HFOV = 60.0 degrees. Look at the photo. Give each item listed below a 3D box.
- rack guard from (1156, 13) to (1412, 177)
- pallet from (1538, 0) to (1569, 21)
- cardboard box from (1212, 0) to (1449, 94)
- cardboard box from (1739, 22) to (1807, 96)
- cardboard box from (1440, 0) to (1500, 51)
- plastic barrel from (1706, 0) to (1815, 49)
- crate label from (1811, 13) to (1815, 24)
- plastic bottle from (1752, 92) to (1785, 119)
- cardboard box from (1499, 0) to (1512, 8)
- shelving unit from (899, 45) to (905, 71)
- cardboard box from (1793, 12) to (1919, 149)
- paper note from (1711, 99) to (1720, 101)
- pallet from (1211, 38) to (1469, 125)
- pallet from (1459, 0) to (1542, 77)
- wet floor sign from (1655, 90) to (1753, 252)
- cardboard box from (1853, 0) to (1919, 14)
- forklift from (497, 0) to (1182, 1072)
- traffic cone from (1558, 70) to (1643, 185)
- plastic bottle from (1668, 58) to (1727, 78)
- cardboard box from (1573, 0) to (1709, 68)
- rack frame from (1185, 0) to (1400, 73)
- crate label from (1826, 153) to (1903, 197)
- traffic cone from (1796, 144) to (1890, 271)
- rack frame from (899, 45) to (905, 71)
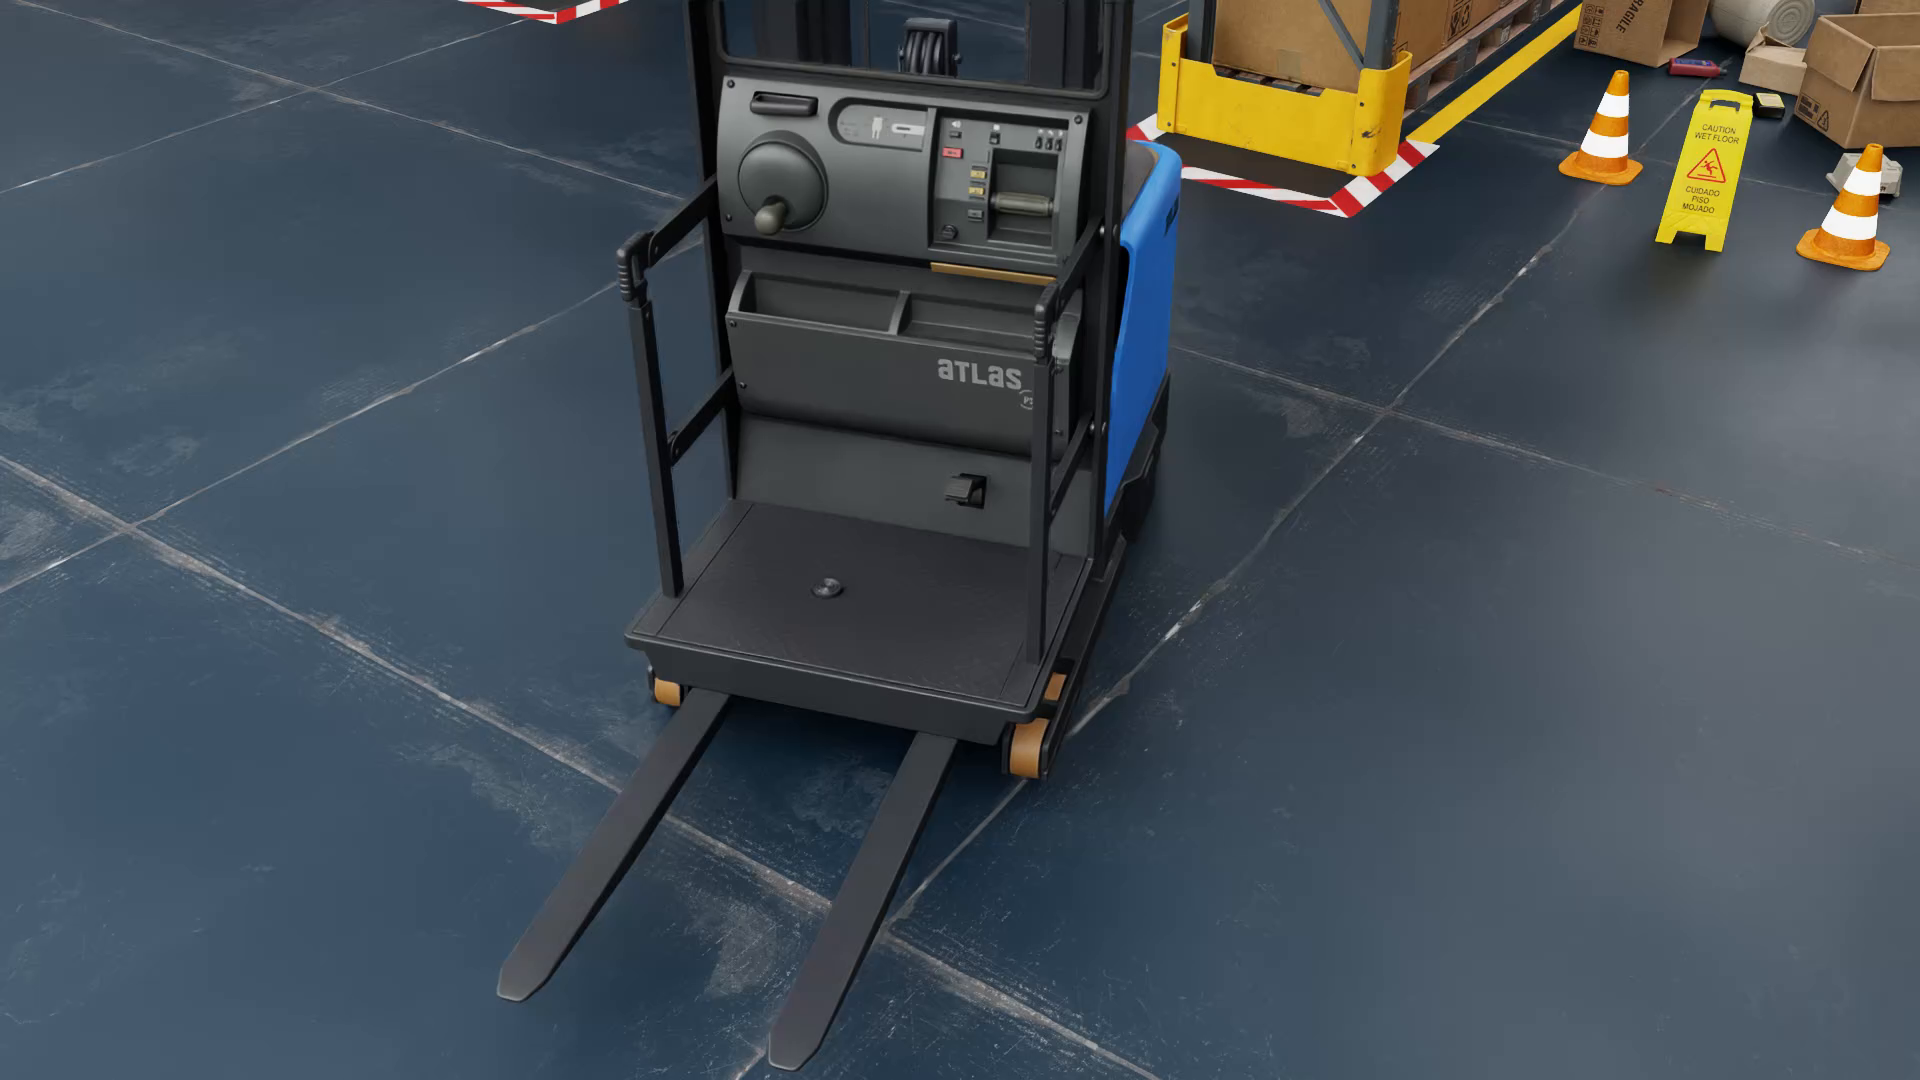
[{"bbox_3d":[1.533,-2.151,7.985,1.175,0.500,0.348,21,39,28],"label":"rack guard"},{"bbox_3d":[3.329,-3.559,10.324,1.003,0.211,1.213,21,39,28],"label":"pallet"},{"bbox_3d":[1.879,-2.825,8.271,0.875,0.875,0.875,21,40,28],"label":"cardboard box"},{"bbox_3d":[4.360,-2.527,8.750,0.396,0.266,0.258,29,44,36],"label":"cardboard box"},{"bbox_3d":[2.379,-3.231,8.871,0.875,0.875,0.875,21,39,27],"label":"cardboard box"},{"bbox_3d":[4.441,-2.960,9.248,0.421,0.421,0.512,-9,35,-13],"label":"plastic barrel"},{"bbox_3d":[4.762,-3.033,9.613,0.298,0.136,0.250,-3,34,-4],"label":"crate label"},{"bbox_3d":[4.122,-2.230,8.493,0.133,0.061,0.283,8,35,12],"label":"plastic bottle"},{"bbox_3d":[2.900,-3.649,9.491,0.875,0.875,0.875,22,40,29],"label":"cardboard box"},{"bbox_3d":[-0.403,-1.057,5.742,0.503,1.200,0.258,-8,35,-12],"label":"shelving unit"},{"bbox_3d":[4.592,-2.246,8.122,0.797,0.503,0.637,-3,34,-4],"label":"cardboard box"},{"bbox_3d":[3.927,-2.289,8.626,0.123,0.001,0.032,-15,37,-21],"label":"paper note"},{"bbox_3d":[1.938,-2.436,8.663,1.003,0.211,1.213,21,39,28],"label":"pallet"},{"bbox_3d":[2.634,-2.995,9.490,1.003,0.211,1.213,21,39,28],"label":"pallet"},{"bbox_3d":[3.157,-1.577,7.006,0.267,0.644,0.232,14,37,20],"label":"wet floor sign"},{"bbox_3d":[5.119,-2.735,8.725,0.797,0.637,0.503,21,39,28],"label":"cardboard box"},{"bbox_3d":[-0.210,-0.842,3.879,1.130,2.935,3.031,10,35,14],"label":"forklift"},{"bbox_3d":[3.016,-1.938,7.703,0.336,0.463,0.334,21,39,28],"label":"traffic cone"},{"bbox_3d":[3.970,-2.538,8.949,0.283,0.061,0.133,8,35,12],"label":"plastic bottle"},{"bbox_3d":[3.785,-2.962,9.182,0.500,0.500,0.500,29,44,36],"label":"cardboard box"},{"bbox_3d":[1.547,-3.198,7.301,1.000,3.000,0.127,21,39,28],"label":"rack frame"},{"bbox_3d":[4.148,-1.667,7.593,0.250,0.136,0.298,3,34,4],"label":"crate label"},{"bbox_3d":[3.750,-1.421,6.937,0.336,0.463,0.334,21,39,28],"label":"traffic cone"},{"bbox_3d":[-0.167,-1.091,5.793,0.015,1.200,0.240,-8,35,-12],"label":"rack frame"}]
